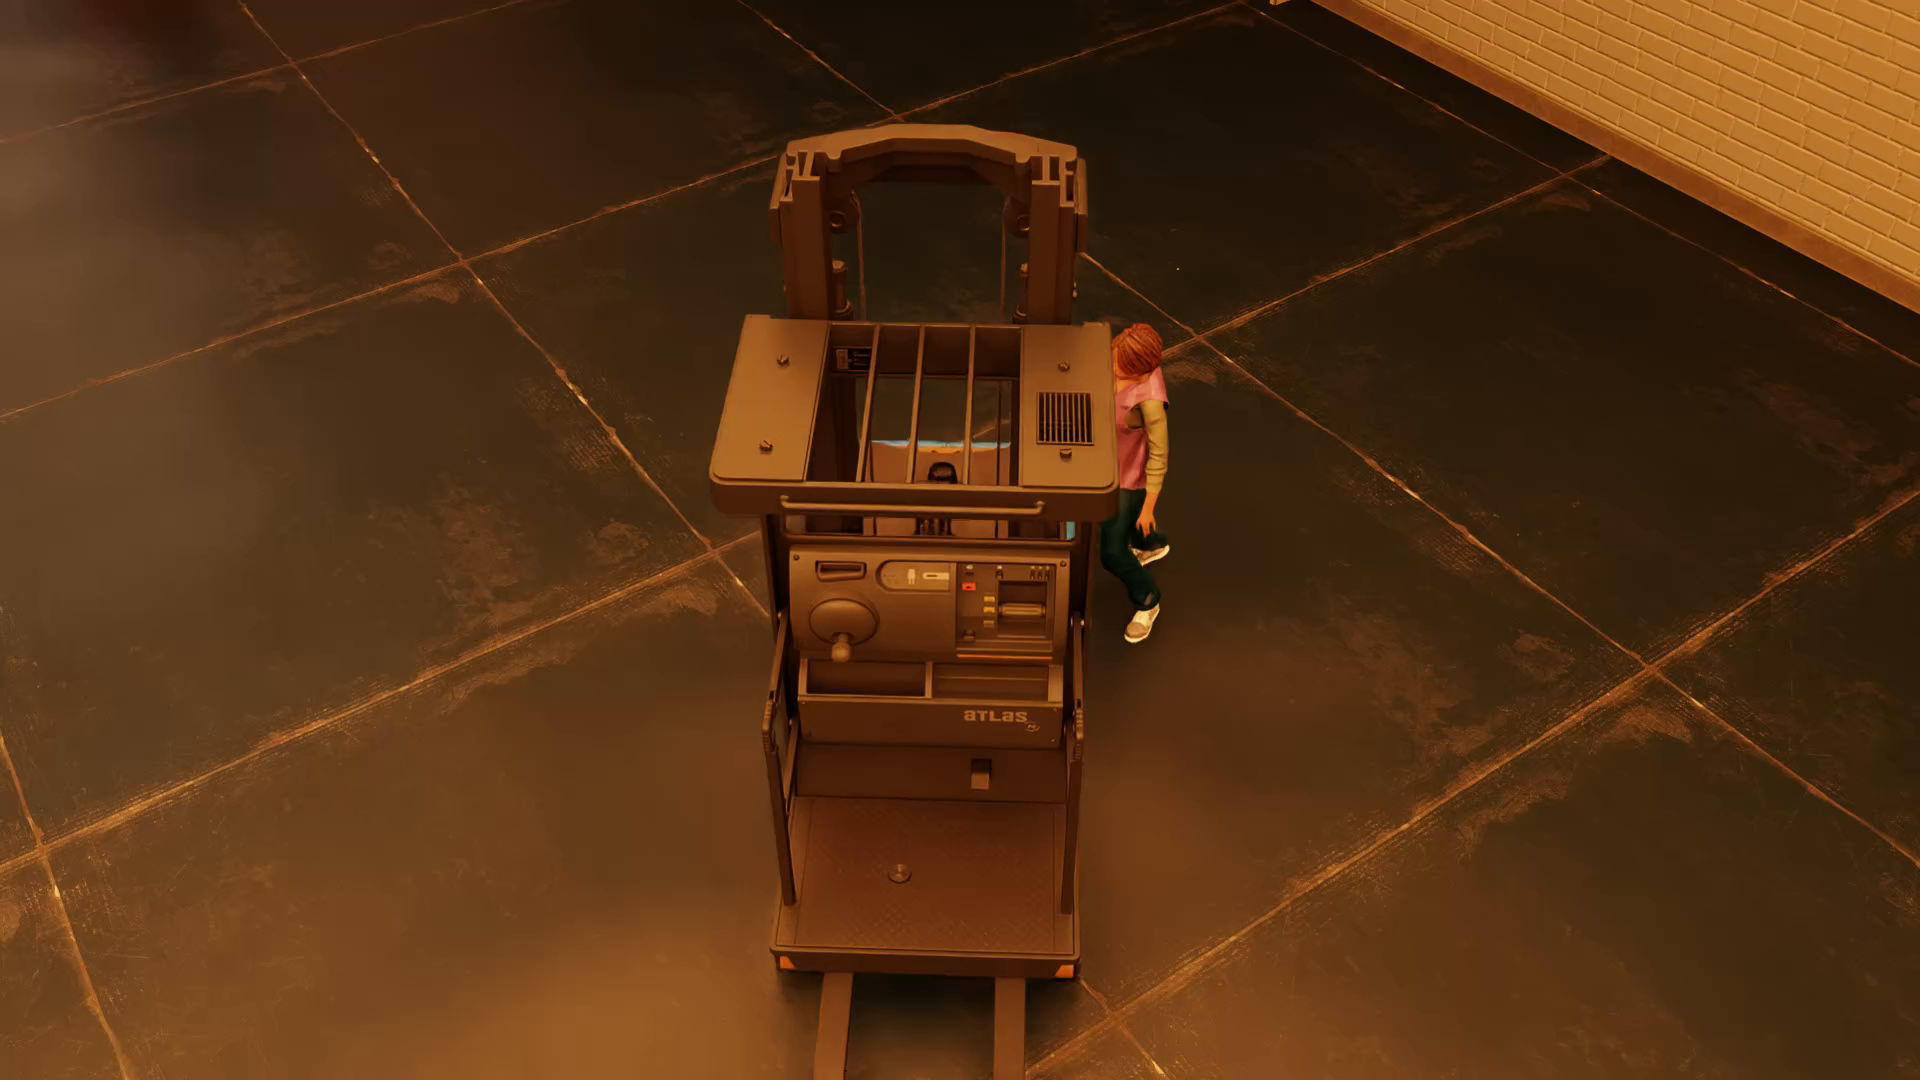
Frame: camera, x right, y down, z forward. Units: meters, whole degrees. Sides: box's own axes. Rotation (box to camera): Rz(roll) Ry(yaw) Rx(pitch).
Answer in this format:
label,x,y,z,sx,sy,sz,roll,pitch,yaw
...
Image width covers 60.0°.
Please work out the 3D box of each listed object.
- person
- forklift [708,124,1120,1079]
label,x,y,z,sx,sy,sz,roll,pitch,yaw
person,0.774,-0.346,7.146,0.441,1.512,0.747,-6,43,-7
forklift,-0.108,0.305,5.384,1.130,2.935,3.031,1,43,2
